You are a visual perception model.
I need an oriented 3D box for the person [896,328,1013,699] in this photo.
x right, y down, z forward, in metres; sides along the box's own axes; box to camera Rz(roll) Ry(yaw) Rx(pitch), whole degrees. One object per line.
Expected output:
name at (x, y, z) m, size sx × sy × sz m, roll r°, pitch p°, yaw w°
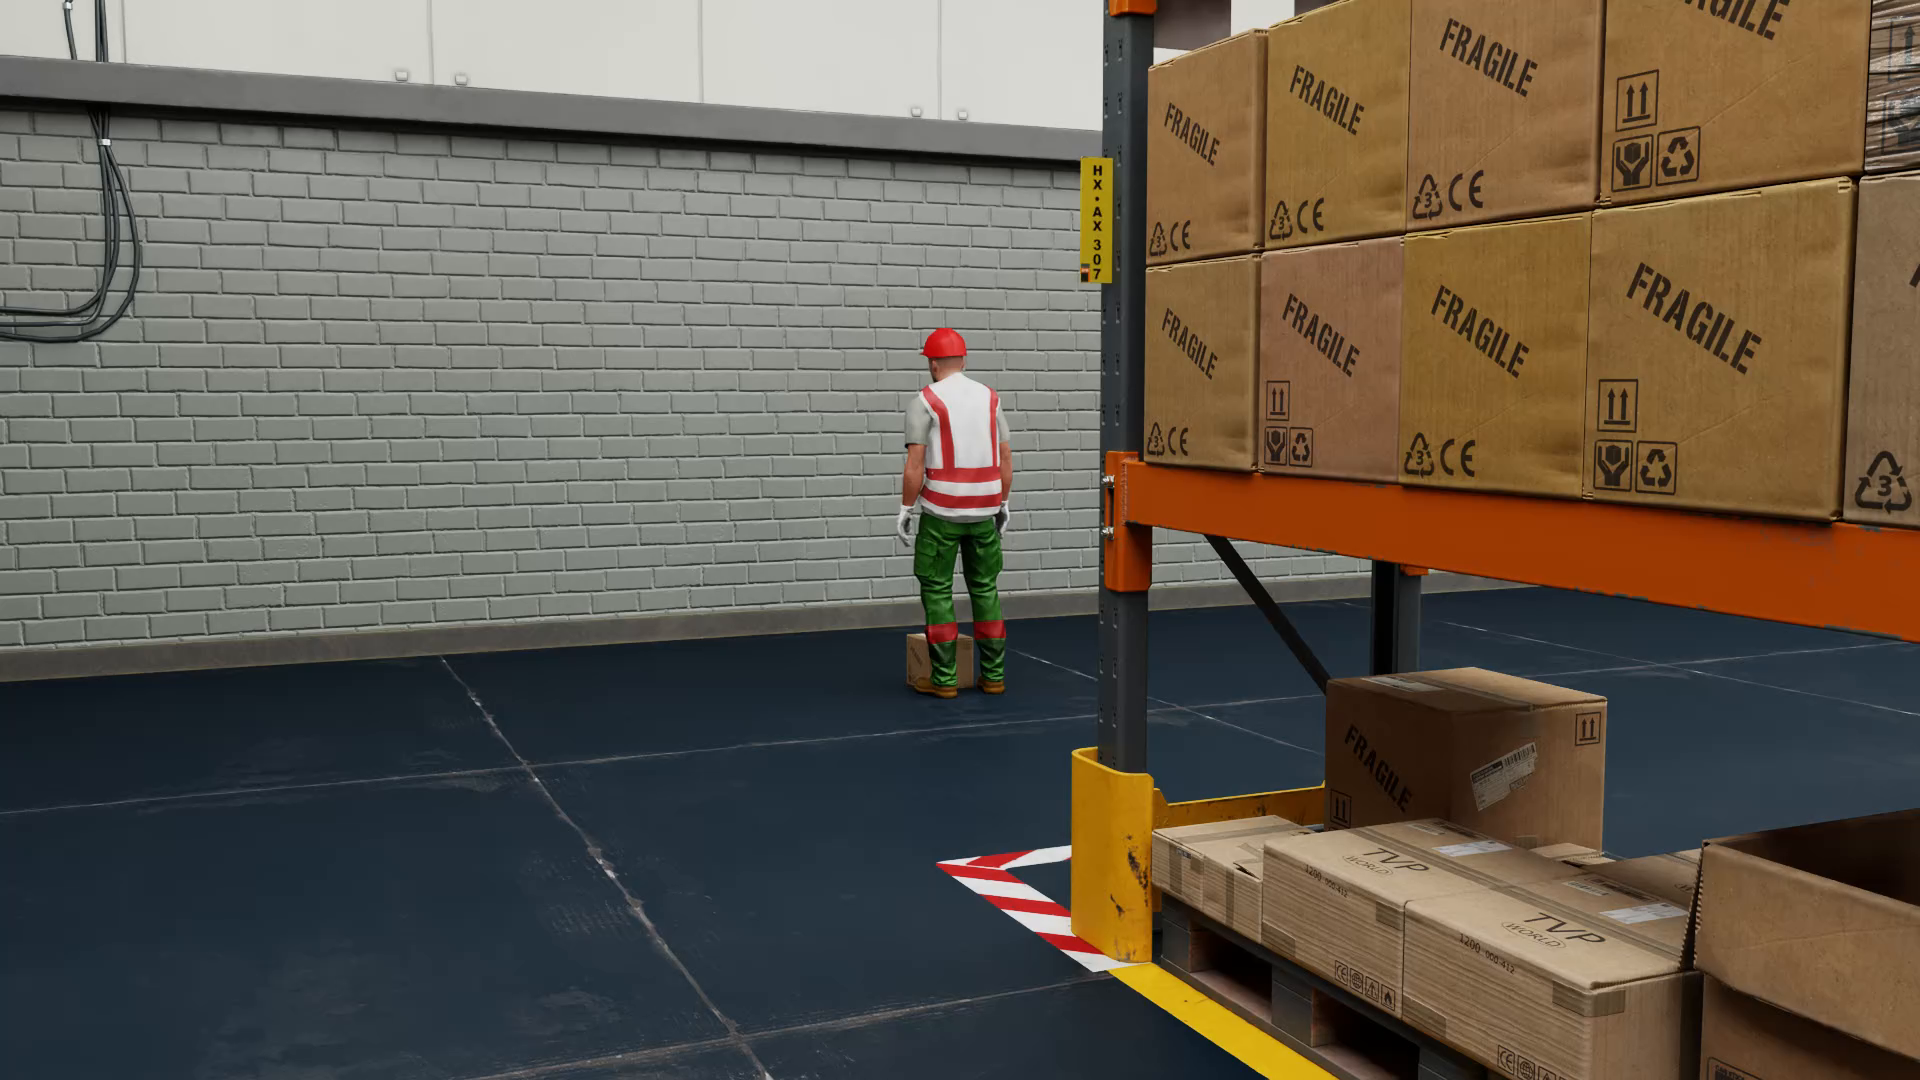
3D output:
person at (-0.025, -0.135, 8.063) m, size 0.620 × 1.780 × 0.448 m, roll -3°, pitch 6°, yaw -27°
